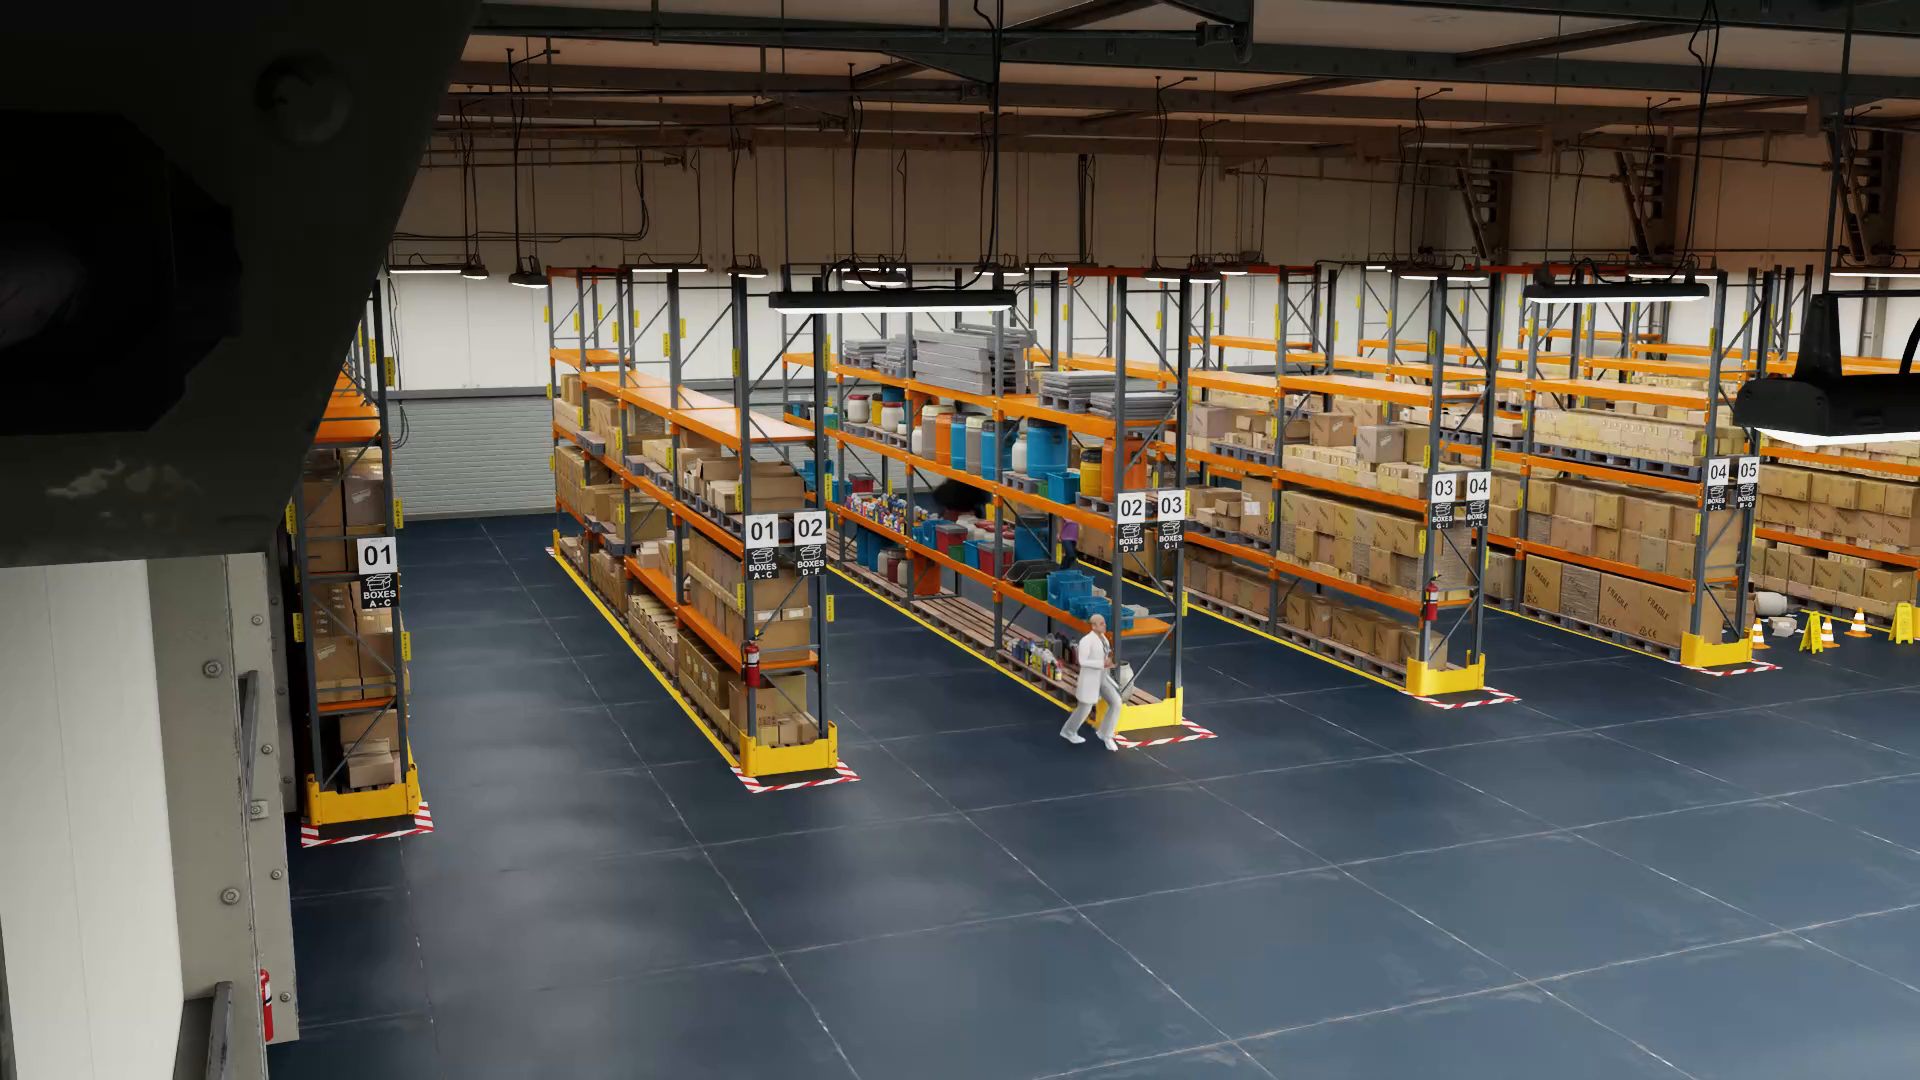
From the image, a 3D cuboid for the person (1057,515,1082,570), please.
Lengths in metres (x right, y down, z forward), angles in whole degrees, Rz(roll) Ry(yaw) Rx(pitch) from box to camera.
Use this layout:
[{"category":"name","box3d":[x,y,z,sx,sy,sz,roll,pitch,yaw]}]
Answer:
[{"category":"person","box3d":[1.989,0.036,30.198,0.505,1.637,0.651,-7,12,-35]}]

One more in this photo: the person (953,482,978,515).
[{"category":"person","box3d":[0.146,-1.477,40.161,0.626,1.738,0.712,2,10,9]}]

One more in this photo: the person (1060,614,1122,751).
[{"category":"person","box3d":[1.683,1.821,21.224,0.893,1.812,0.724,8,13,38]}]
